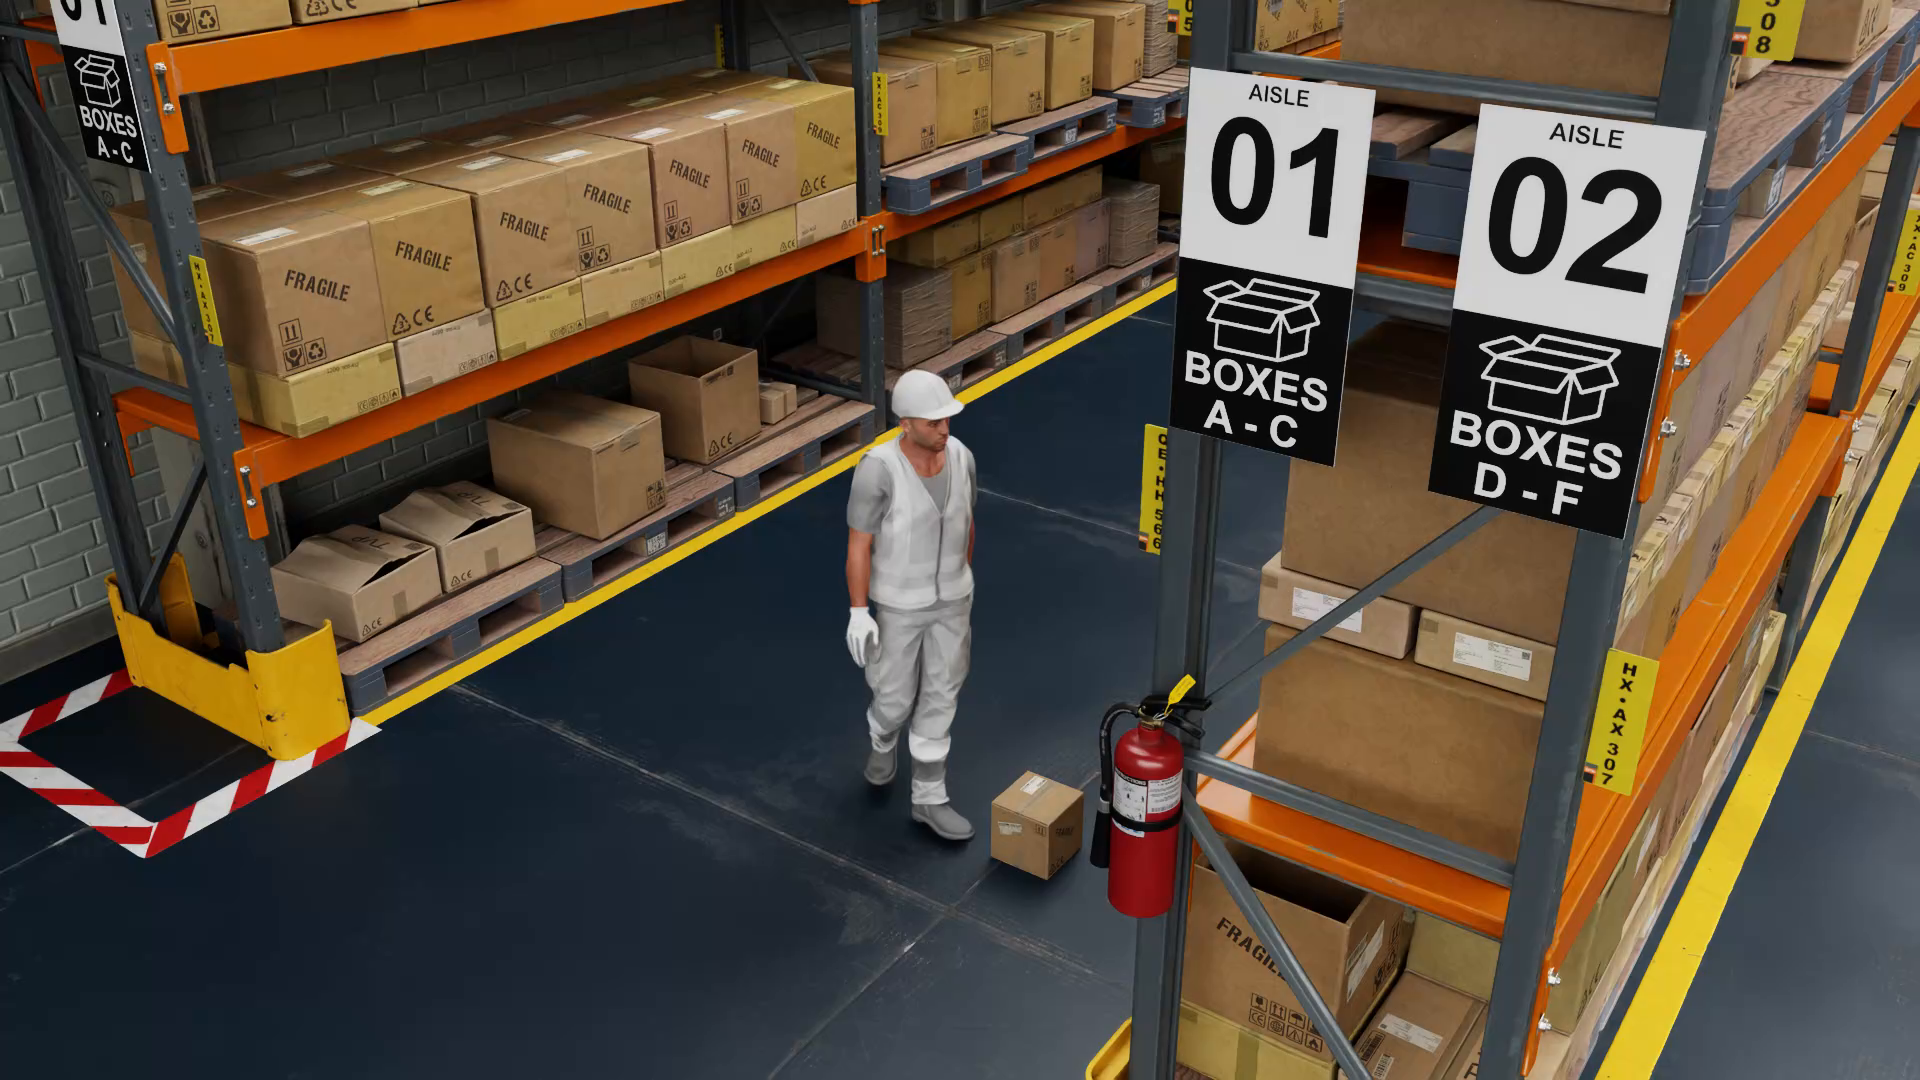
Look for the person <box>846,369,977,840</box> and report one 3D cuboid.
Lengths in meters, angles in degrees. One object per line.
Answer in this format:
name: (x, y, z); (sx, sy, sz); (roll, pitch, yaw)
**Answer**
person: (-0.164, 0.234, 6.095); (0.618, 1.781, 0.656); (-14, 30, -26)
